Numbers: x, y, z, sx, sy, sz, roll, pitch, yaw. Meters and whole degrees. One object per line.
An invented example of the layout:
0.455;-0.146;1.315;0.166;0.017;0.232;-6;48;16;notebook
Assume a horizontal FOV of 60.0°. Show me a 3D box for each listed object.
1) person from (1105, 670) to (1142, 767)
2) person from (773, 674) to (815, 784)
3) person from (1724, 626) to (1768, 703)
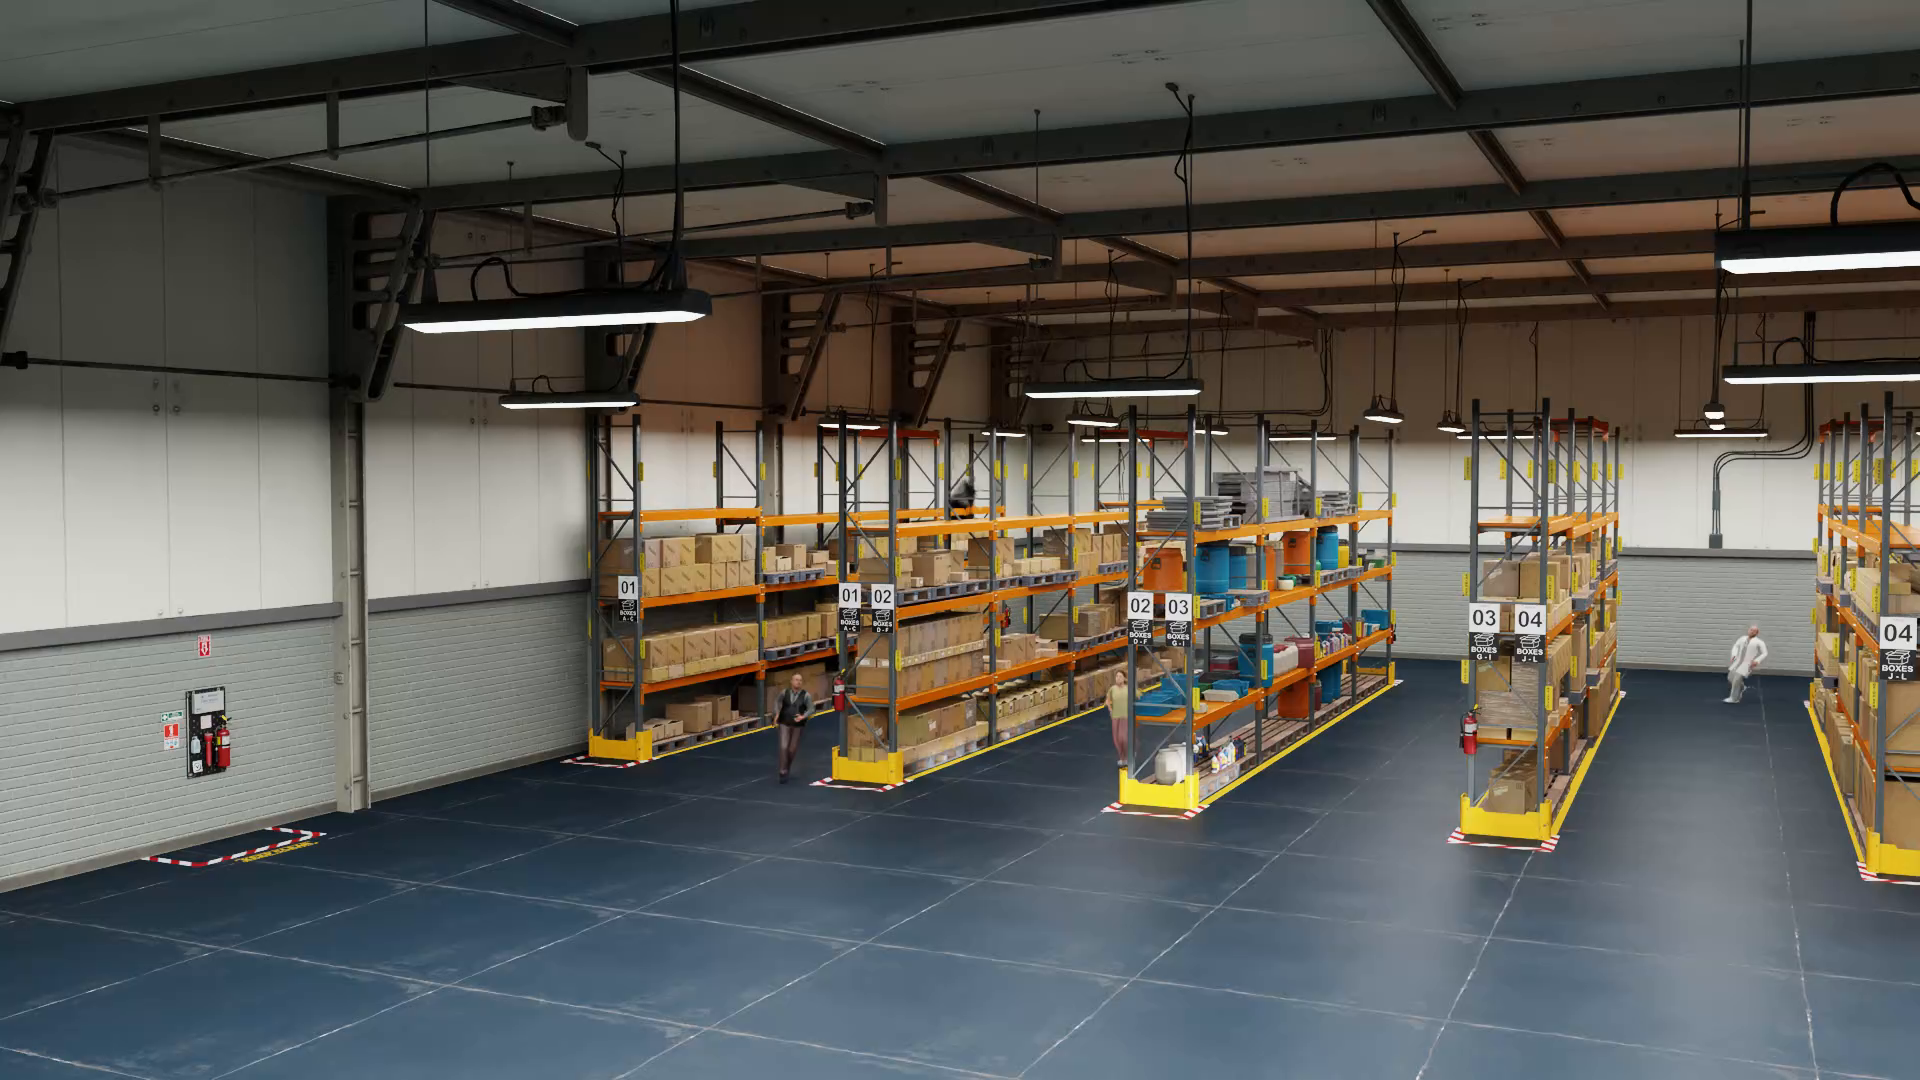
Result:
2.729;3.014;28.087;0.596;1.643;0.609;1;3;27;person
-2.699;3.042;27.062;0.670;1.716;0.816;0;2;-6;person
16.861;2.686;35.740;0.654;1.678;0.770;-1;3;-25;person
